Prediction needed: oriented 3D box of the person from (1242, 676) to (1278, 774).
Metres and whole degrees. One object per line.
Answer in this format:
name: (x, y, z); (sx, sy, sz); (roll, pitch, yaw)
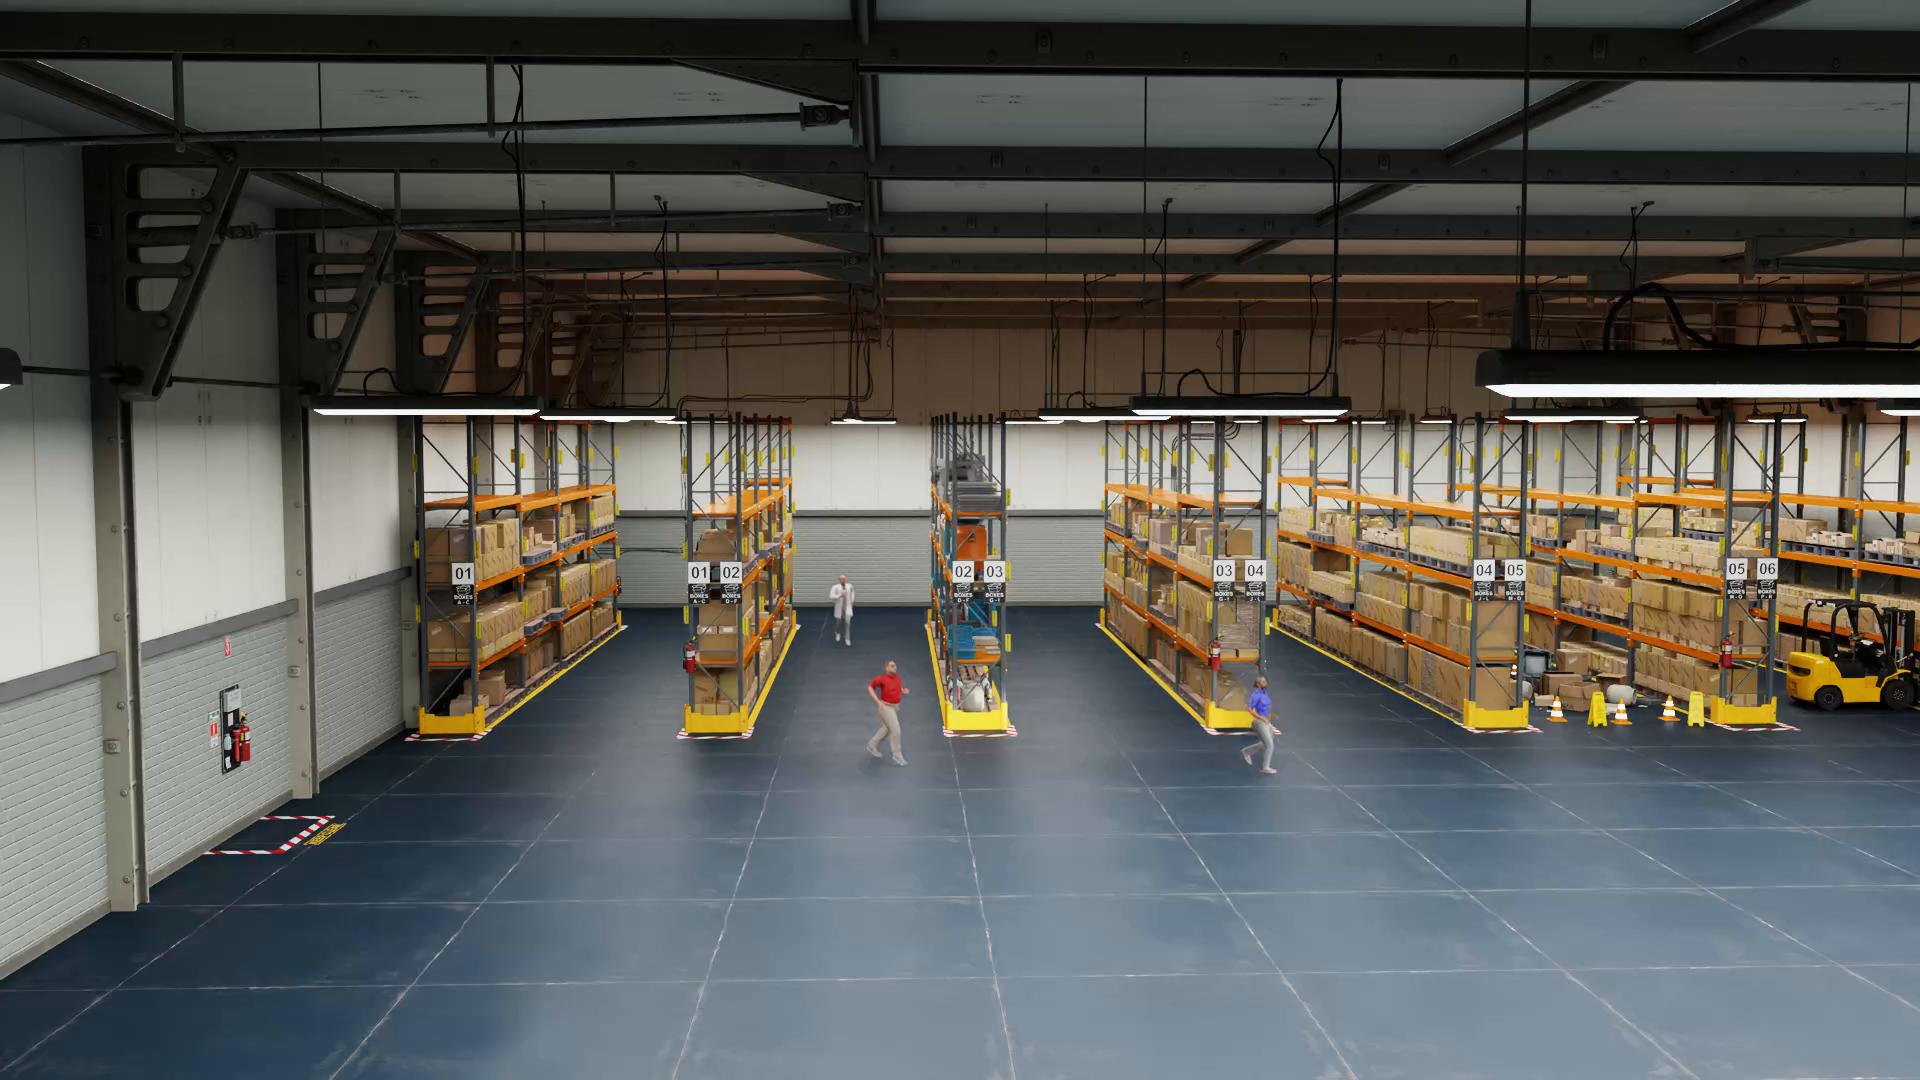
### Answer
person: (4.953, 3.053, 27.536); (0.624, 1.585, 0.578); (2, 5, 30)

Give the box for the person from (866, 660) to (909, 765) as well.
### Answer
person: (-1.225, 2.932, 28.456); (0.871, 1.782, 0.635); (2, 4, 26)

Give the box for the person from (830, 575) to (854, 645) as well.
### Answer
person: (-3.112, 1.825, 43.938); (0.702, 1.823, 0.968); (-1, 4, -15)
